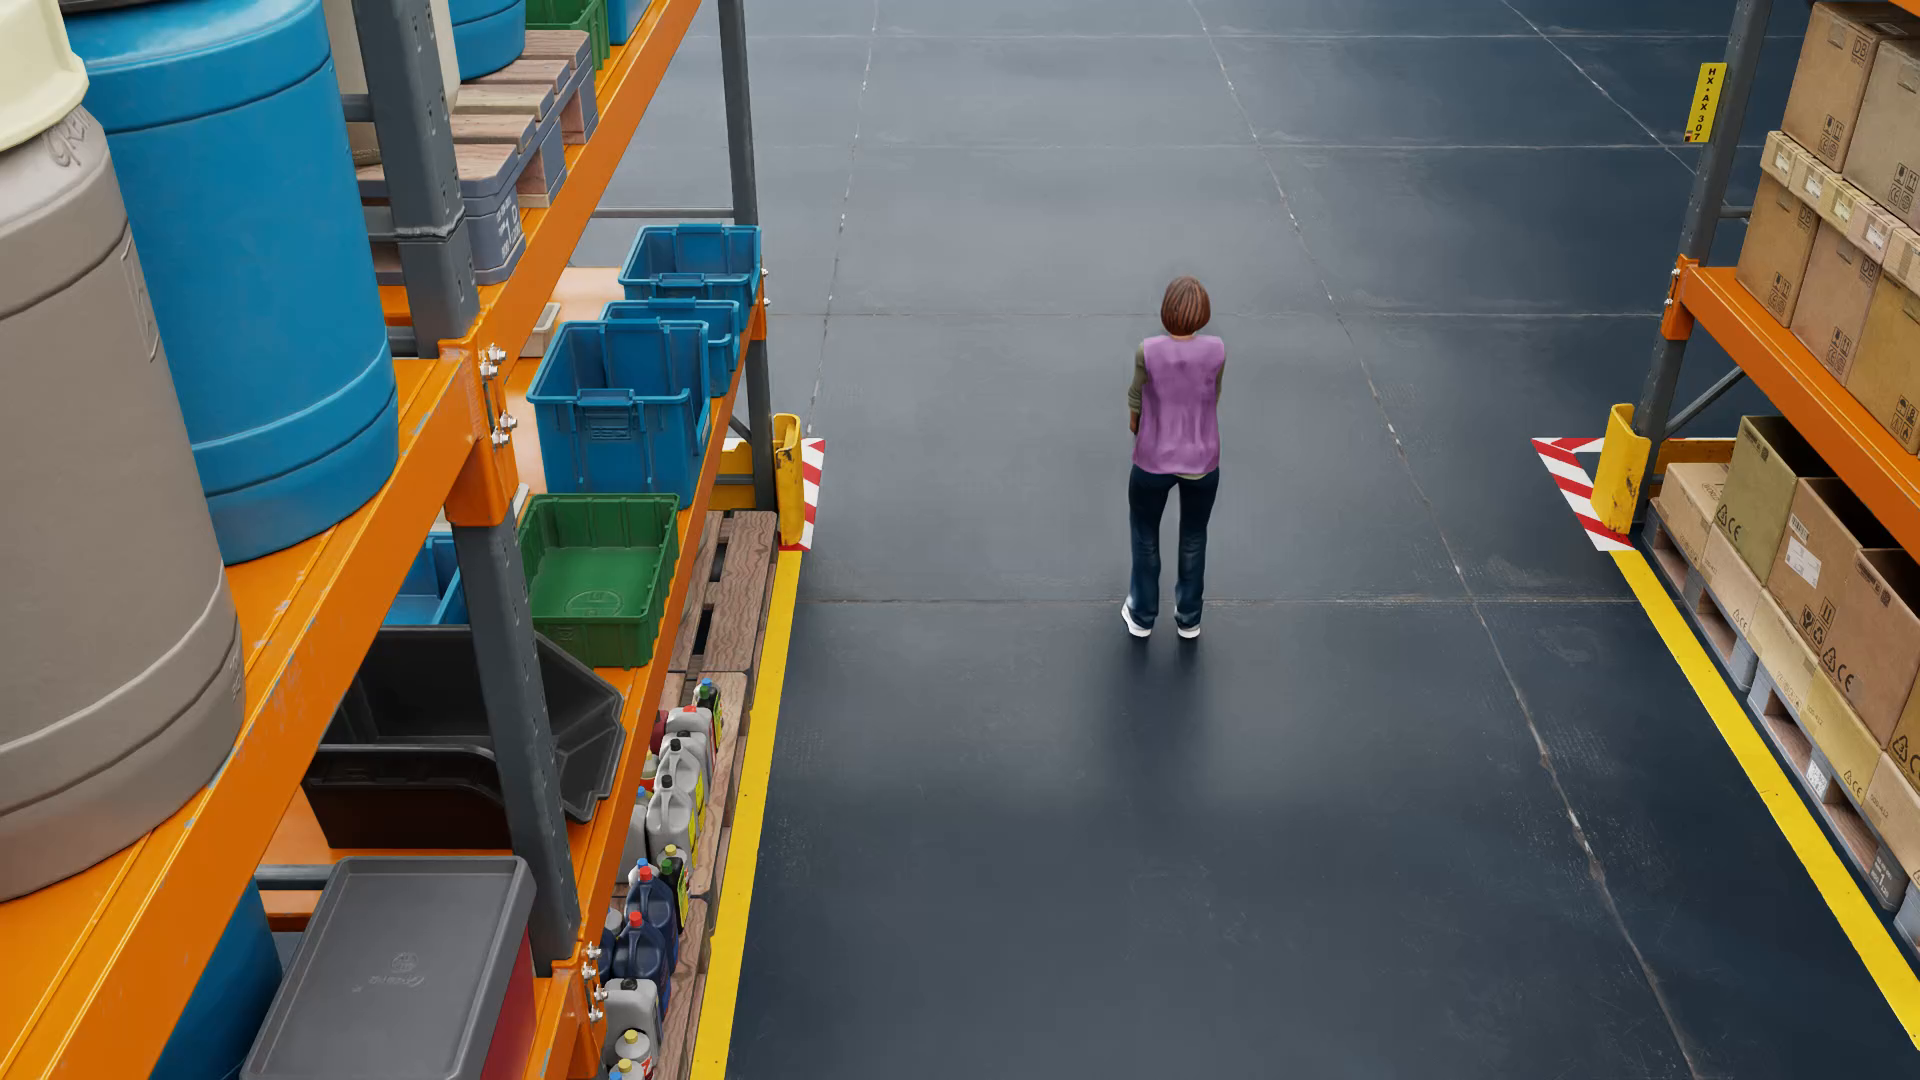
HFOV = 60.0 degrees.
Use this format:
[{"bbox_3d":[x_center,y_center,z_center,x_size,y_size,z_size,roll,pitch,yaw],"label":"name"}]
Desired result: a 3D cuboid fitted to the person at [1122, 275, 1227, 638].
[{"bbox_3d":[0.853,-0.352,6.713,0.375,1.600,0.502,0,32,-1],"label":"person"}]
